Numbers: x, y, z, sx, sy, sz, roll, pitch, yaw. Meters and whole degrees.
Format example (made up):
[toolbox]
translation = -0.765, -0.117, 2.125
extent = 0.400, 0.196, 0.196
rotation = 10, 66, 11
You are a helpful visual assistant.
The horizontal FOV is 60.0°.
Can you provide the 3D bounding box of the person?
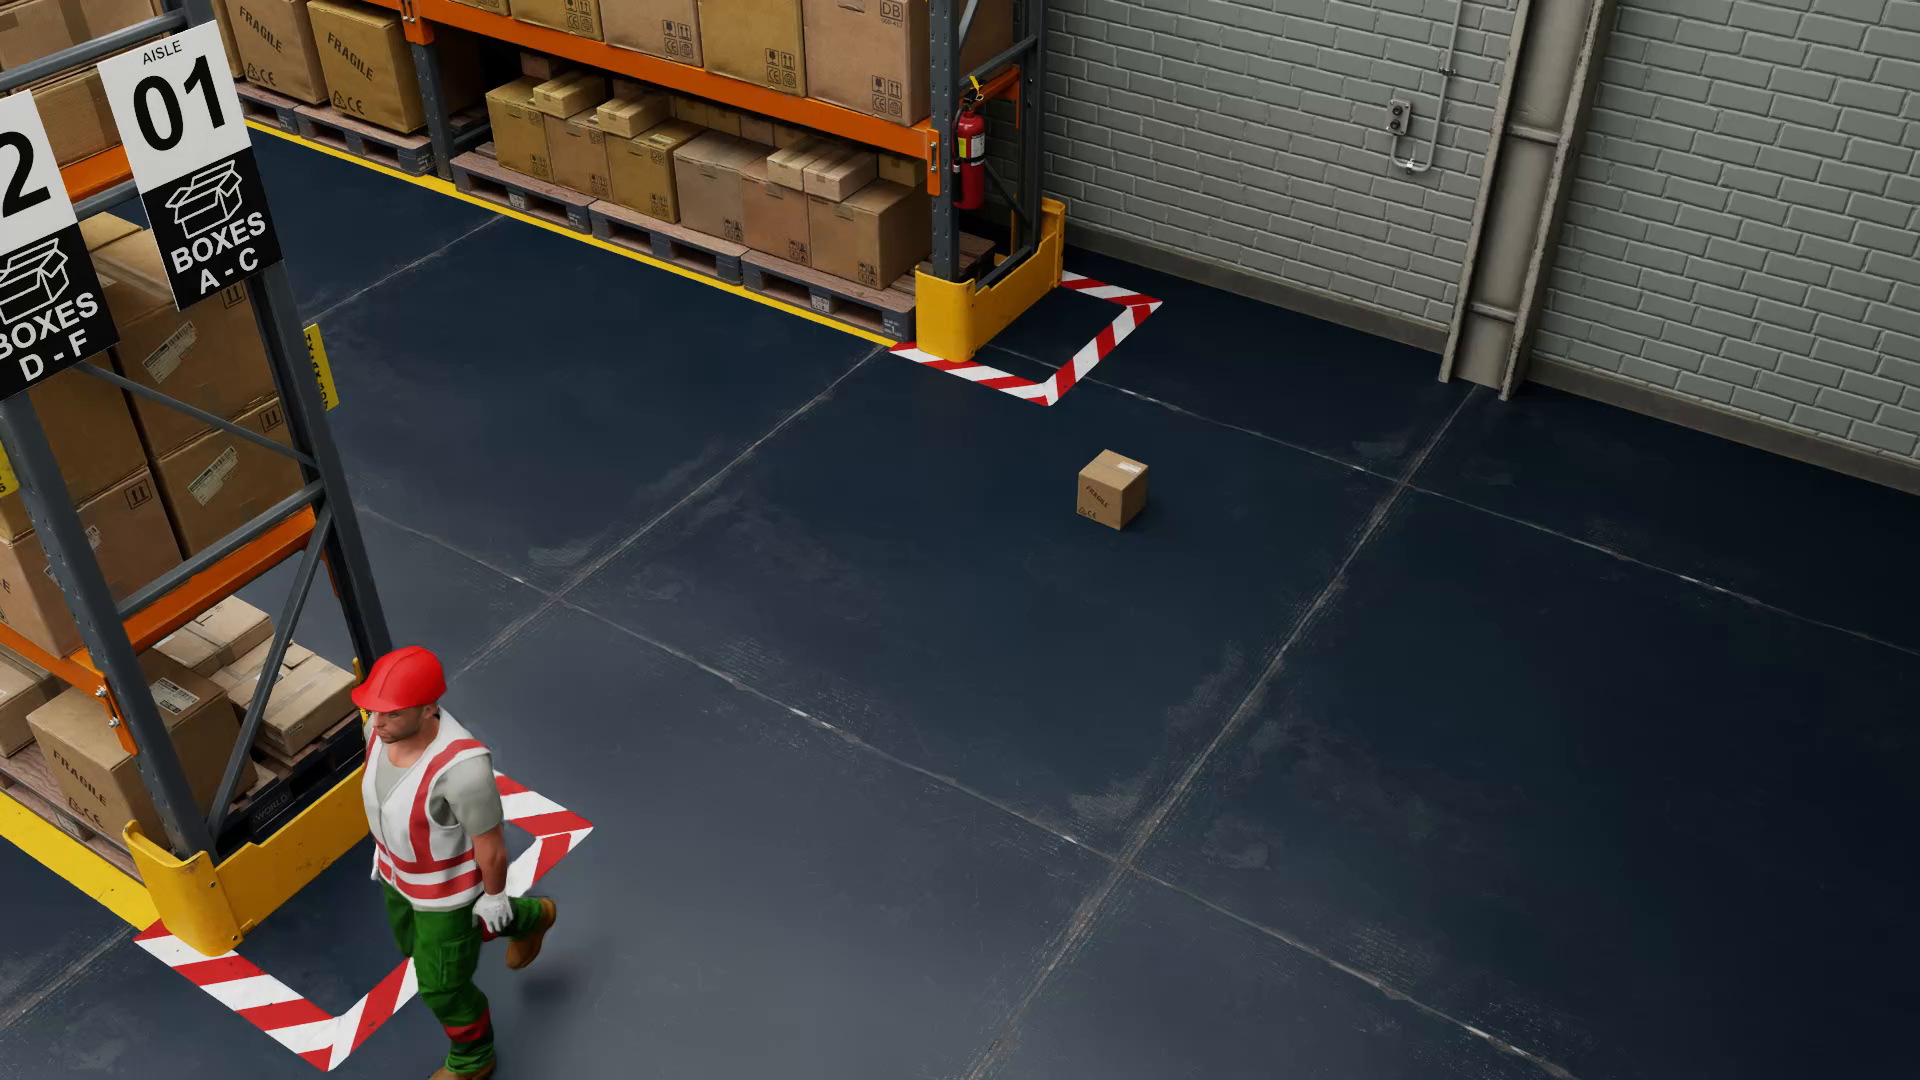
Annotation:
[person]
translation = -1.643, 1.033, 5.324
extent = 0.539, 1.772, 0.742
rotation = 30, 47, 33
